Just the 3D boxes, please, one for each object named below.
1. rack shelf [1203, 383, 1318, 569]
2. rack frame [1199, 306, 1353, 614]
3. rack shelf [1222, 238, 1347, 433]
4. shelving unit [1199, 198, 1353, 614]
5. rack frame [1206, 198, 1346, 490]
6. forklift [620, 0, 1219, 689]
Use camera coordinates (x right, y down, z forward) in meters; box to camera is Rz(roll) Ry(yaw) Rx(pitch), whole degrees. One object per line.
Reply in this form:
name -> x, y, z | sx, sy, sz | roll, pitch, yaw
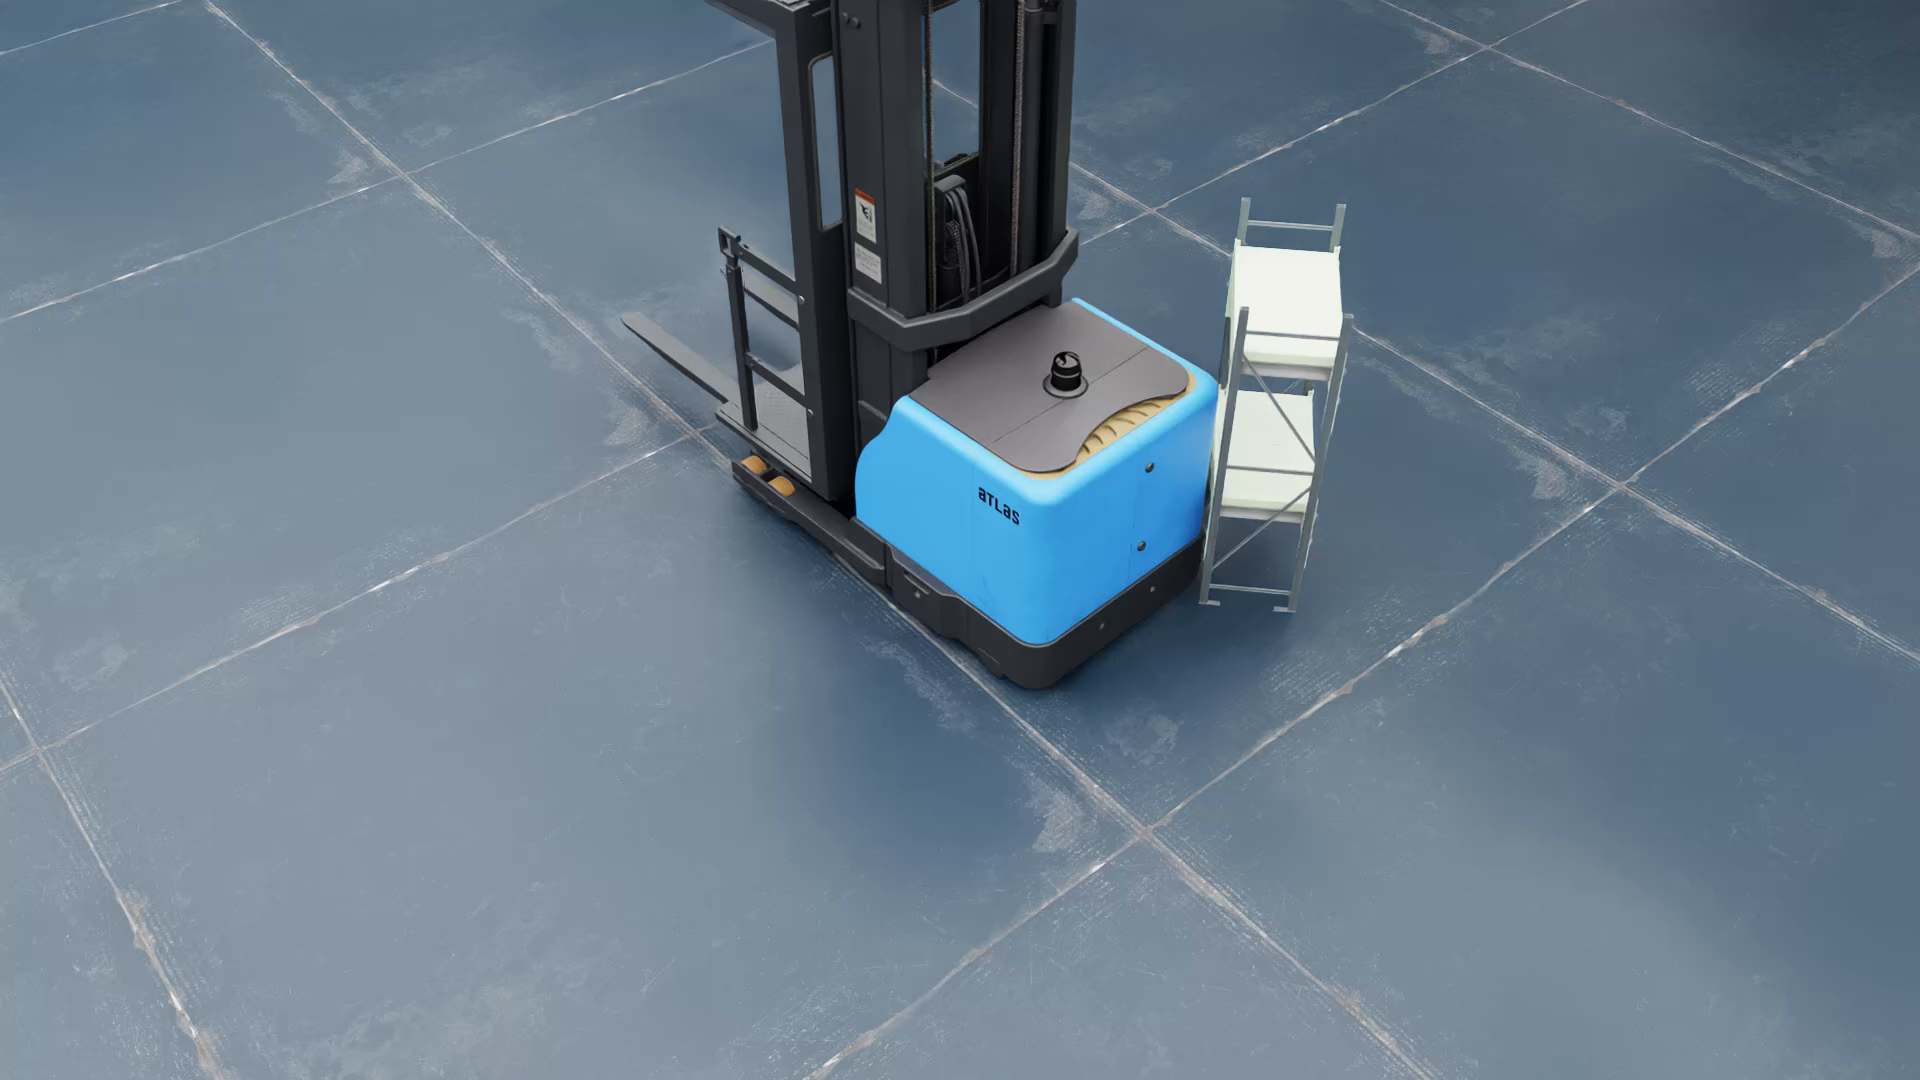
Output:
rack shelf -> 1.247, -0.277, 6.925 | 0.431, 0.370, 0.720 | 5, 43, 5
rack frame -> 1.199, -0.266, 6.438 | 0.400, 1.500, 0.023 | 5, 43, 5
rack shelf -> 1.247, -0.799, 6.435 | 0.431, 0.370, 0.720 | 5, 43, 5
shelving unit -> 1.247, -0.514, 6.702 | 0.431, 1.500, 0.755 | 5, 43, 5
rack frame -> 1.295, -0.763, 6.967 | 0.400, 1.500, 0.023 | 5, 43, 5
forklift -> -0.370, -1.400, 6.600 | 1.130, 2.935, 3.031 | -33, 52, -30
